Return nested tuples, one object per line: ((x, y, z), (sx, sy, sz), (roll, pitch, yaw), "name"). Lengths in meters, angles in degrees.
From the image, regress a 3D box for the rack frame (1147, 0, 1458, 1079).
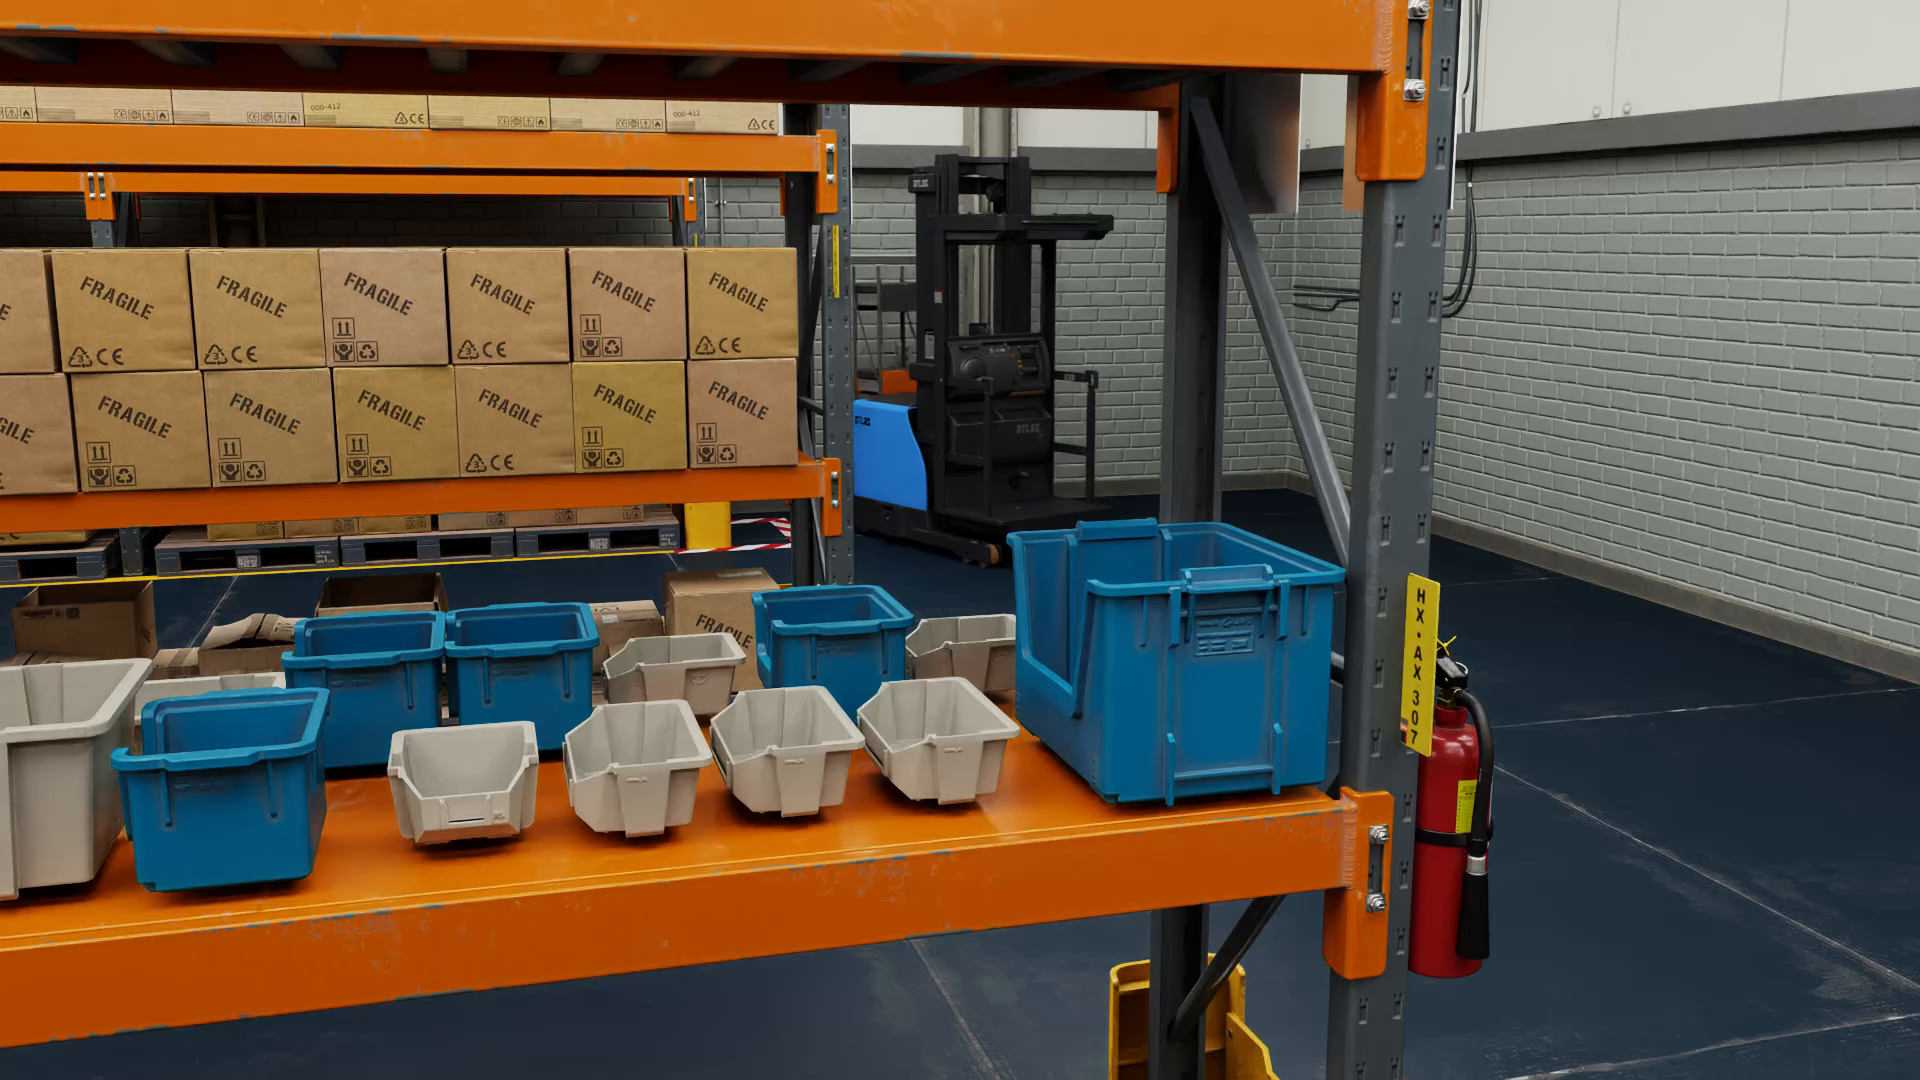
((0.678, 0.216, 3.591), (0.053, 2.616, 0.949), (-3, 11, -16), "rack frame")

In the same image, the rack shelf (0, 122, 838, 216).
((-2.624, -1.666, 7.516), (4.000, 0.370, 1.077), (-3, 11, -16), "rack shelf")

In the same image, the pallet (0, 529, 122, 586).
((-6.652, 0.119, 11.819), (1.213, 0.211, 1.003), (-3, 11, -16), "pallet")

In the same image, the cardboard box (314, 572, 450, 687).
((-2.742, 0.472, 7.880), (0.637, 0.503, 0.797), (-3, 11, -16), "cardboard box")

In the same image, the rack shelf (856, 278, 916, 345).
((-0.566, -1.886, 13.681), (0.480, 0.518, 0.431), (-8, 12, -36), "rack shelf")

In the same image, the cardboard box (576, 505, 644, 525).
((-2.736, -0.432, 12.850), (0.500, 0.500, 0.700), (-3, 11, -16), "cardboard box")

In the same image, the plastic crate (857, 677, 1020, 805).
((-0.055, 0.388, 3.217), (0.243, 0.136, 0.396), (-3, 11, -16), "plastic crate")

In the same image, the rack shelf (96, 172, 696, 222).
((-4.012, -2.527, 12.193), (4.000, 0.370, 1.077), (-3, 11, -16), "rack shelf")

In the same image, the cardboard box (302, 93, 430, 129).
((-2.567, -1.902, 7.225), (0.500, 0.250, 0.500), (-3, 11, -16), "cardboard box")

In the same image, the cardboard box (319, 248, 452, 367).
((-2.529, -1.038, 7.363), (0.500, 0.500, 0.500), (-3, 11, -14), "cardboard box")

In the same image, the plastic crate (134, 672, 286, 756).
((-1.575, 0.377, 3.275), (0.466, 0.136, 0.293), (-3, 11, -16), "plastic crate")

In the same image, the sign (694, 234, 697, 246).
((-1.953, -2.098, 12.306), (0.005, 0.325, 0.100), (-3, 11, -16), "sign")

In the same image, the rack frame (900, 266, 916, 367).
((-0.365, -1.236, 13.941), (0.015, 2.100, 0.400), (-8, 12, -36), "rack frame")

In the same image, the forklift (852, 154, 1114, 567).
((0.426, -1.346, 12.264), (1.130, 2.935, 3.031), (-8, 13, -37), "forklift")

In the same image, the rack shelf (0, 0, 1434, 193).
((-1.243, -0.805, 2.838), (4.000, 0.370, 1.077), (-3, 11, -16), "rack shelf")

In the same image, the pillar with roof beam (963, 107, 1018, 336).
((1.462, -3.996, 9.900), (0.400, 9.000, 9.100), (-3, 11, -16), "pillar with roof beam")

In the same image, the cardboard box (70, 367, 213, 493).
((-3.488, -0.498, 7.190), (0.500, 0.500, 0.500), (-3, 11, -15), "cardboard box")

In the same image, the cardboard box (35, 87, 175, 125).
((-3.527, -1.852, 6.948), (0.500, 0.250, 0.500), (-3, 11, -16), "cardboard box")

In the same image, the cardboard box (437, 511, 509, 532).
((-3.699, -0.381, 12.574), (0.500, 0.500, 0.700), (-3, 11, -18), "cardboard box")

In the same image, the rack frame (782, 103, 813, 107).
((-0.704, -3.597, 7.729), (0.127, 3.000, 1.000), (-3, 11, -16), "rack frame")

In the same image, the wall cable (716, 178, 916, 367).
((-1.127, -2.236, 14.102), (1.851, 1.984, 0.084), (-3, 11, -16), "wall cable")

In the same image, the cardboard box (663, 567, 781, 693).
((-1.157, 0.437, 8.077), (0.500, 0.500, 0.500), (-3, 11, -16), "cardboard box")

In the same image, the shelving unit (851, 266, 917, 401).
((-0.560, -1.209, 13.797), (0.503, 2.100, 0.431), (-8, 12, -36), "shelving unit")

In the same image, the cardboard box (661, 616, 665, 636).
((-1.442, 0.505, 8.630), (0.250, 0.166, 0.380), (-3, 11, -16), "cardboard box")

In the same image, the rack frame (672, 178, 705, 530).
((-2.092, -1.507, 12.949), (0.127, 3.000, 1.000), (-3, 11, -16), "rack frame")

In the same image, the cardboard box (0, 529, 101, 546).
((-6.520, -0.399, 11.705), (0.750, 0.750, 0.750), (-3, 11, -15), "cardboard box")

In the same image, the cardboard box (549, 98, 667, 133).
((-1.606, -1.953, 7.497), (0.500, 0.250, 0.500), (-3, 11, -16), "cardboard box")

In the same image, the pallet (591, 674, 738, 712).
((-1.542, 0.770, 8.284), (1.213, 0.211, 1.003), (-3, 11, -16), "pallet")

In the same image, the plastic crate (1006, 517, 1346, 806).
((0.408, 0.217, 3.317), (0.499, 0.435, 0.616), (-3, 11, -16), "plastic crate")

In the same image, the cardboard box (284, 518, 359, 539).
((-4.702, -0.327, 12.281), (0.500, 0.500, 0.700), (-3, 11, -17), "cardboard box")

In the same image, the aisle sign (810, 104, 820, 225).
((-0.720, -1.979, 8.333), (0.004, 0.787, 0.394), (-3, 11, -16), "aisle sign")

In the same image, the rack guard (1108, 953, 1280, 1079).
((0.697, 1.441, 3.839), (0.348, 0.500, 1.175), (-3, 11, -16), "rack guard")

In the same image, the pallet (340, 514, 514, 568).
((-4.007, -0.021, 12.576), (1.213, 0.211, 1.003), (-3, 11, -16), "pallet")

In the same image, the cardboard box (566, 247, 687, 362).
((-1.539, -1.091, 7.651), (0.500, 0.500, 0.500), (-3, 11, -14), "cardboard box")

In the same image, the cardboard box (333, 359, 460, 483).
((-2.519, -0.549, 7.467), (0.500, 0.500, 0.500), (-3, 11, -17), "cardboard box")

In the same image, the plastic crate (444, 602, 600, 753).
((-0.916, 0.290, 3.485), (0.300, 0.233, 0.416), (-3, 11, -16), "plastic crate")

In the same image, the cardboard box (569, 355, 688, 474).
((-1.555, -0.599, 7.737), (0.500, 0.500, 0.500), (-3, 11, -15), "cardboard box")

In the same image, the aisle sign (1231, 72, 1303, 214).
((0.663, -1.119, 3.659), (0.004, 0.787, 0.394), (-3, 11, -16), "aisle sign")

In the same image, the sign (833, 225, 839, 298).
((-0.568, -1.274, 7.609), (0.005, 0.325, 0.100), (-3, 11, -16), "sign")

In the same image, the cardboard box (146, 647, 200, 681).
((-3.733, 0.634, 7.975), (0.250, 0.149, 0.380), (-3, 11, -16), "cardboard box")

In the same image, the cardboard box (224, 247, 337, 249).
((-3.156, -1.107, 7.738), (0.500, 0.500, 0.500), (-3, 11, -15), "cardboard box")

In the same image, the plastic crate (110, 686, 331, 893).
((-1.223, 0.416, 2.797), (0.300, 0.233, 0.416), (-3, 11, -16), "plastic crate")

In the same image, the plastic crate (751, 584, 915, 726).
((-0.284, 0.256, 3.666), (0.300, 0.233, 0.416), (-3, 11, -16), "plastic crate")

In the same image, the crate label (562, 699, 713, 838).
((-0.598, 0.418, 3.052), (0.243, 0.136, 0.396), (-3, 11, -16), "crate label")

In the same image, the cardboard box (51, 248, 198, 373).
((-3.518, -0.986, 7.079), (0.500, 0.500, 0.500), (-3, 11, -18), "cardboard box")

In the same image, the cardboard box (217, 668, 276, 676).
((-3.253, 0.704, 7.548), (0.250, 0.166, 0.380), (-3, 11, -16), "cardboard box")
